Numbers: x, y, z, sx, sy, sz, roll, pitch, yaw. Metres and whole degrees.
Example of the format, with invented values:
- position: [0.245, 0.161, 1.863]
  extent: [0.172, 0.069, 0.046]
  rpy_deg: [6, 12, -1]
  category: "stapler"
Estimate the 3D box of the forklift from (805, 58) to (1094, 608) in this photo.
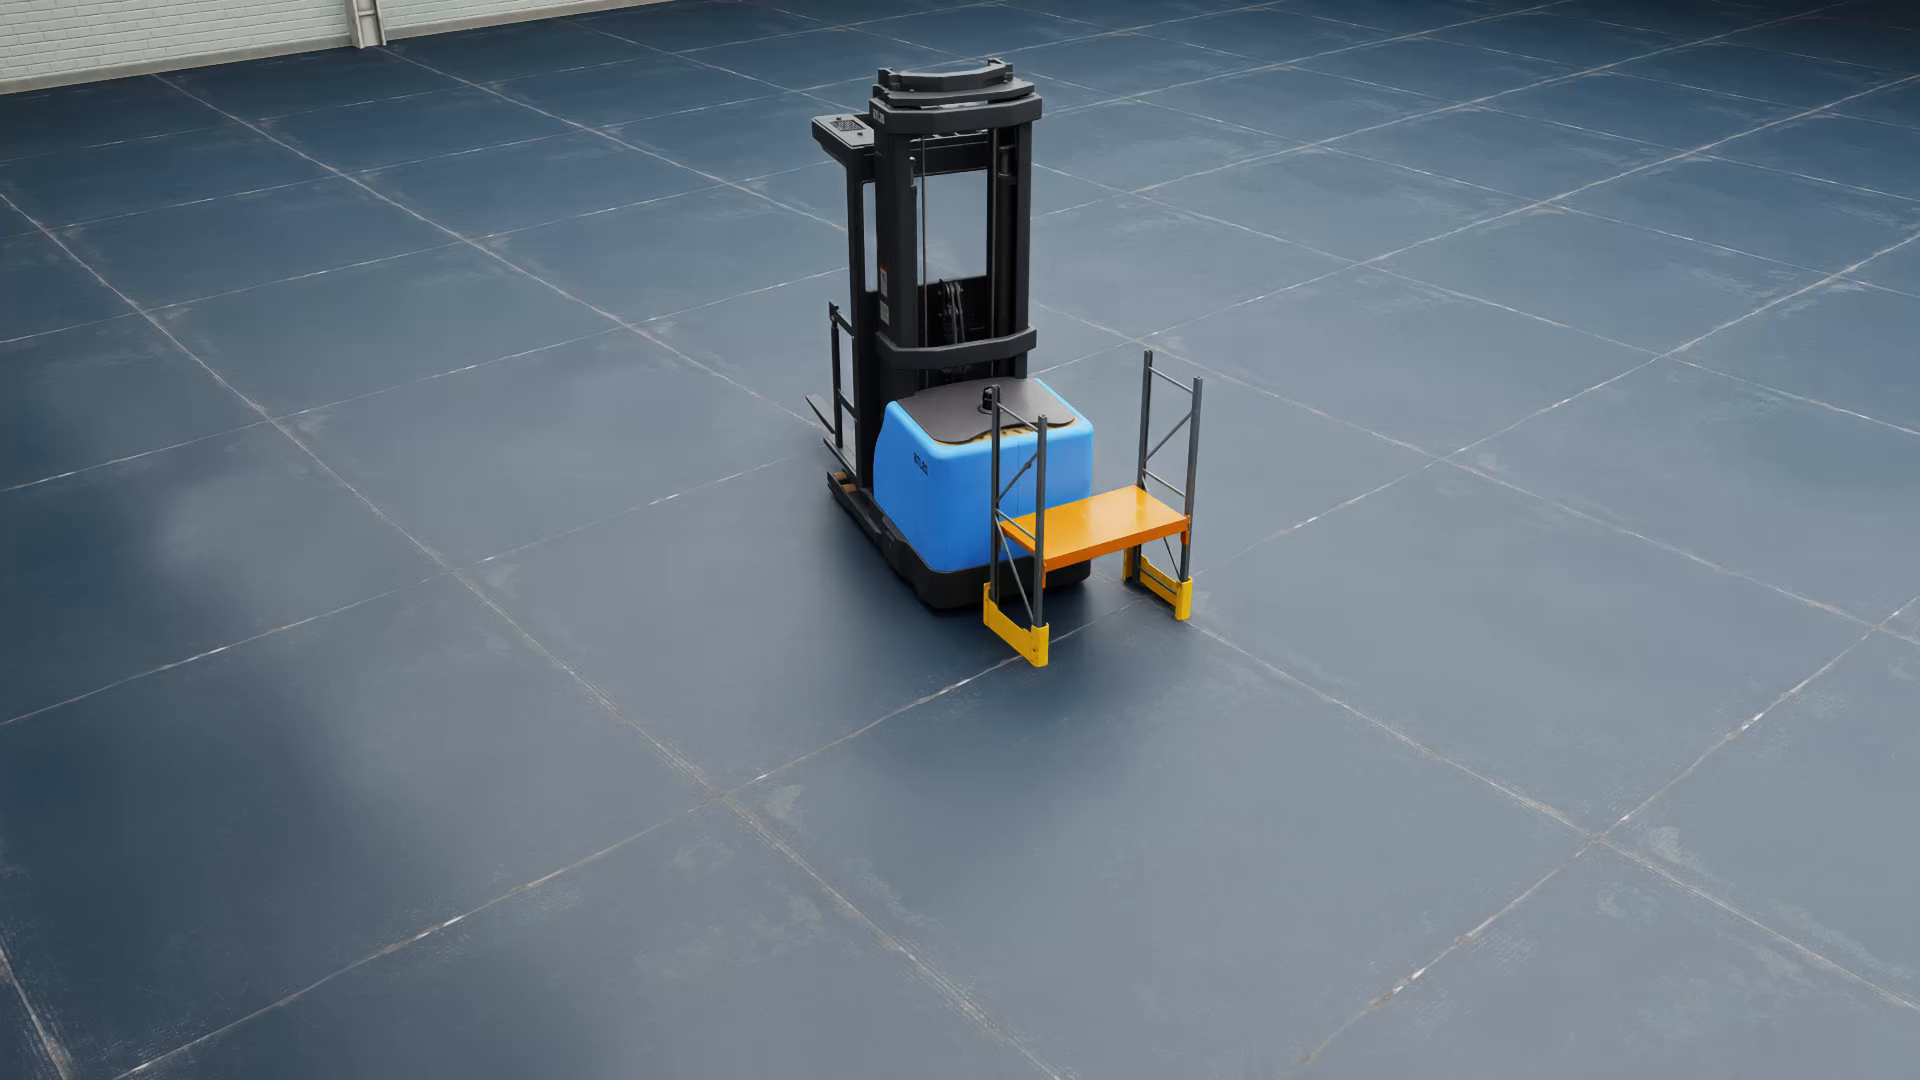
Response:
- position: [-0.240, -1.567, 10.431]
  extent: [1.130, 2.935, 3.031]
  rpy_deg: [-11, 30, -20]
  category: "forklift"

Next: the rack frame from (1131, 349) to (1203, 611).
- position: [1.188, -0.321, 9.617]
  extent: [0.032, 1.500, 0.500]
  rpy_deg: [-16, 32, -27]
  category: "rack frame"

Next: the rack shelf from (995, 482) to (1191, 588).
- position: [0.750, -0.040, 9.473]
  extent: [1.000, 0.185, 0.538]
  rpy_deg: [-16, 32, -27]
  category: "rack shelf"

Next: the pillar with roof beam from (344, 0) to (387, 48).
- position: [-5.718, -9.558, 18.946]
  extent: [0.400, 9.000, 9.100]
  rpy_deg: [-22, 35, -35]
  category: "pillar with roof beam"

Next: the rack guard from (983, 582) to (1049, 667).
- position: [0.314, 0.475, 9.455]
  extent: [0.087, 0.250, 0.587]
  rpy_deg: [-16, 32, -27]
  category: "rack guard"

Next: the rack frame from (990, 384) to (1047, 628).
- position: [0.313, -0.076, 9.160]
  extent: [0.032, 1.500, 0.500]
  rpy_deg: [-16, 32, -27]
  category: "rack frame"

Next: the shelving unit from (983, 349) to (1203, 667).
- position: [0.743, -0.196, 9.384]
  extent: [1.083, 1.500, 0.587]
  rpy_deg: [-16, 32, -27]
  category: "shelving unit"

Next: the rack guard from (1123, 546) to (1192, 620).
- position: [1.171, 0.235, 9.903]
  extent: [0.087, 0.250, 0.587]
  rpy_deg: [-16, 32, -27]
  category: "rack guard"
